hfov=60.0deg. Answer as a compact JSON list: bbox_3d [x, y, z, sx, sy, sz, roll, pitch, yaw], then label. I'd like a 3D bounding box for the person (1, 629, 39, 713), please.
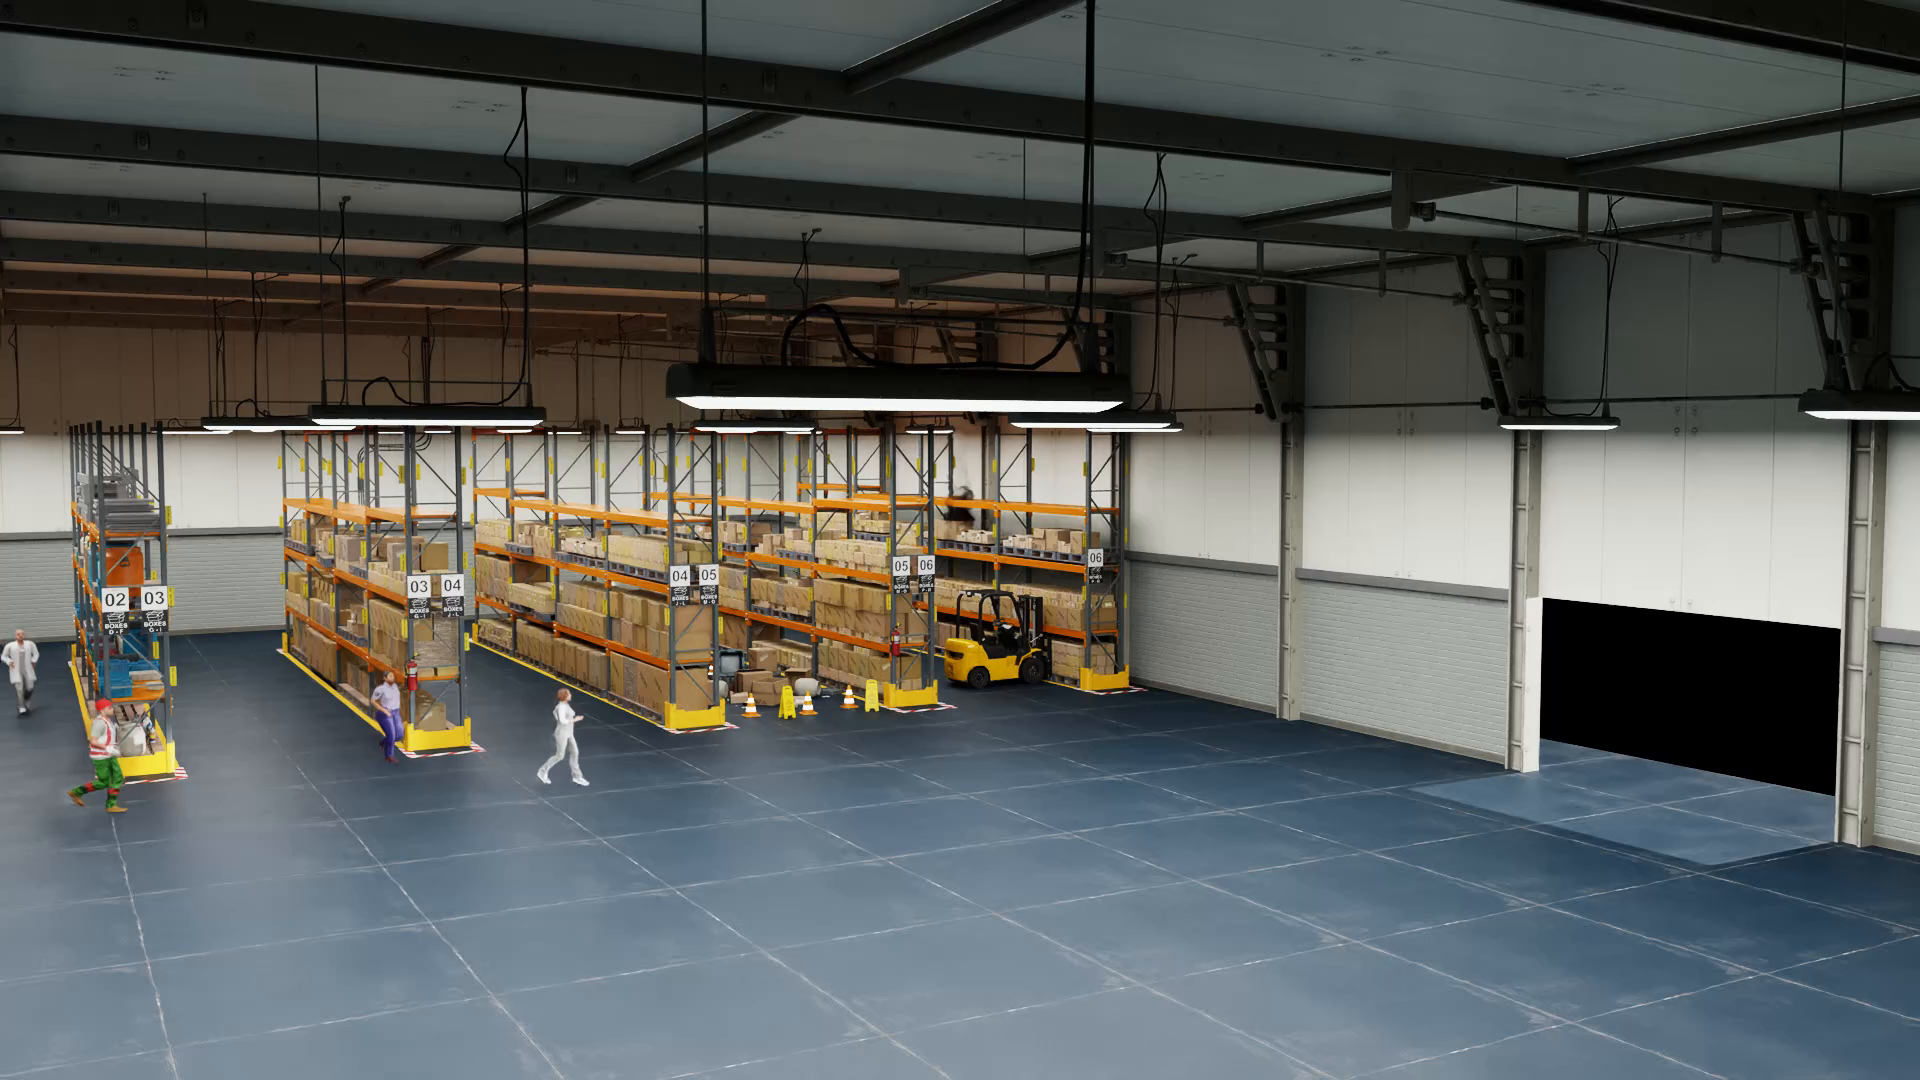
[{"bbox_3d":[-19.492,2.720,34.537,0.705,1.727,0.661,-3,4,-37],"label":"person"}]

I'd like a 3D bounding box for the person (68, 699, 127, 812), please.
[{"bbox_3d":[-13.108,3.287,25.280,0.795,1.747,0.644,-1,4,-12],"label":"person"}]

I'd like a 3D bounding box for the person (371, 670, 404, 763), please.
[{"bbox_3d":[-10.152,3.112,29.406,0.552,1.614,0.637,2,4,26],"label":"person"}]

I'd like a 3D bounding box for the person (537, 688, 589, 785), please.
[{"bbox_3d":[-6.501,3.228,27.201,0.830,1.592,0.575,0,4,-1],"label":"person"}]
